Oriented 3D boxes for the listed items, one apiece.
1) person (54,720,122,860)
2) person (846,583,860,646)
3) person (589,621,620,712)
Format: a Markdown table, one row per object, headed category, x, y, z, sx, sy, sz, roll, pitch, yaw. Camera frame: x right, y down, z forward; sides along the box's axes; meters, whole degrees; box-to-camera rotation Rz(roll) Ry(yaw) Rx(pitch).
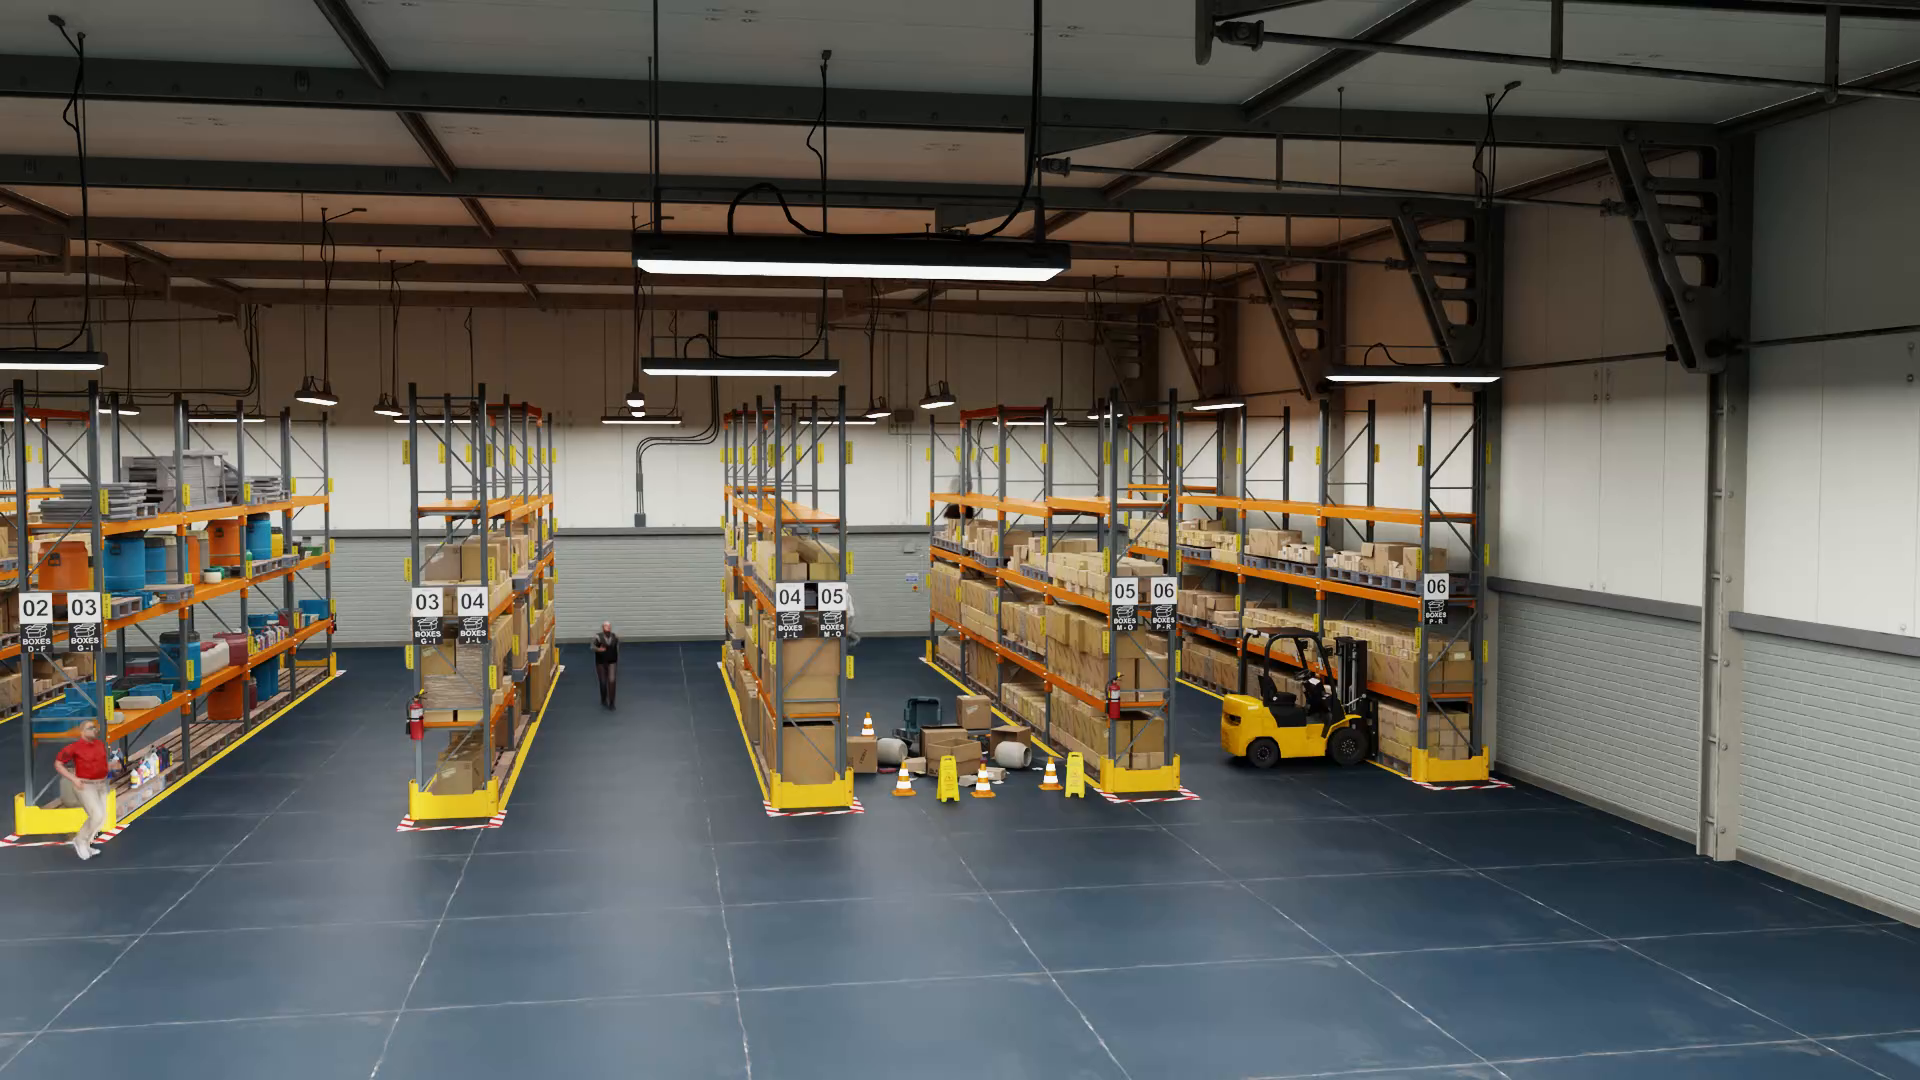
| category | x | y | z | sx | sy | sz | roll | pitch | yaw |
| --- | --- | --- | --- | --- | --- | --- | --- | --- | --- |
| person | -10.764 | 3.109 | 20.669 | 0.640 | 1.726 | 0.645 | 1 | 3 | 14 |
| person | -2.869 | 1.900 | 41.489 | 0.787 | 1.767 | 0.687 | -1 | 3 | -18 |
| person | -7.014 | 2.482 | 32.870 | 0.631 | 1.778 | 0.820 | -1 | 3 | -20 |
